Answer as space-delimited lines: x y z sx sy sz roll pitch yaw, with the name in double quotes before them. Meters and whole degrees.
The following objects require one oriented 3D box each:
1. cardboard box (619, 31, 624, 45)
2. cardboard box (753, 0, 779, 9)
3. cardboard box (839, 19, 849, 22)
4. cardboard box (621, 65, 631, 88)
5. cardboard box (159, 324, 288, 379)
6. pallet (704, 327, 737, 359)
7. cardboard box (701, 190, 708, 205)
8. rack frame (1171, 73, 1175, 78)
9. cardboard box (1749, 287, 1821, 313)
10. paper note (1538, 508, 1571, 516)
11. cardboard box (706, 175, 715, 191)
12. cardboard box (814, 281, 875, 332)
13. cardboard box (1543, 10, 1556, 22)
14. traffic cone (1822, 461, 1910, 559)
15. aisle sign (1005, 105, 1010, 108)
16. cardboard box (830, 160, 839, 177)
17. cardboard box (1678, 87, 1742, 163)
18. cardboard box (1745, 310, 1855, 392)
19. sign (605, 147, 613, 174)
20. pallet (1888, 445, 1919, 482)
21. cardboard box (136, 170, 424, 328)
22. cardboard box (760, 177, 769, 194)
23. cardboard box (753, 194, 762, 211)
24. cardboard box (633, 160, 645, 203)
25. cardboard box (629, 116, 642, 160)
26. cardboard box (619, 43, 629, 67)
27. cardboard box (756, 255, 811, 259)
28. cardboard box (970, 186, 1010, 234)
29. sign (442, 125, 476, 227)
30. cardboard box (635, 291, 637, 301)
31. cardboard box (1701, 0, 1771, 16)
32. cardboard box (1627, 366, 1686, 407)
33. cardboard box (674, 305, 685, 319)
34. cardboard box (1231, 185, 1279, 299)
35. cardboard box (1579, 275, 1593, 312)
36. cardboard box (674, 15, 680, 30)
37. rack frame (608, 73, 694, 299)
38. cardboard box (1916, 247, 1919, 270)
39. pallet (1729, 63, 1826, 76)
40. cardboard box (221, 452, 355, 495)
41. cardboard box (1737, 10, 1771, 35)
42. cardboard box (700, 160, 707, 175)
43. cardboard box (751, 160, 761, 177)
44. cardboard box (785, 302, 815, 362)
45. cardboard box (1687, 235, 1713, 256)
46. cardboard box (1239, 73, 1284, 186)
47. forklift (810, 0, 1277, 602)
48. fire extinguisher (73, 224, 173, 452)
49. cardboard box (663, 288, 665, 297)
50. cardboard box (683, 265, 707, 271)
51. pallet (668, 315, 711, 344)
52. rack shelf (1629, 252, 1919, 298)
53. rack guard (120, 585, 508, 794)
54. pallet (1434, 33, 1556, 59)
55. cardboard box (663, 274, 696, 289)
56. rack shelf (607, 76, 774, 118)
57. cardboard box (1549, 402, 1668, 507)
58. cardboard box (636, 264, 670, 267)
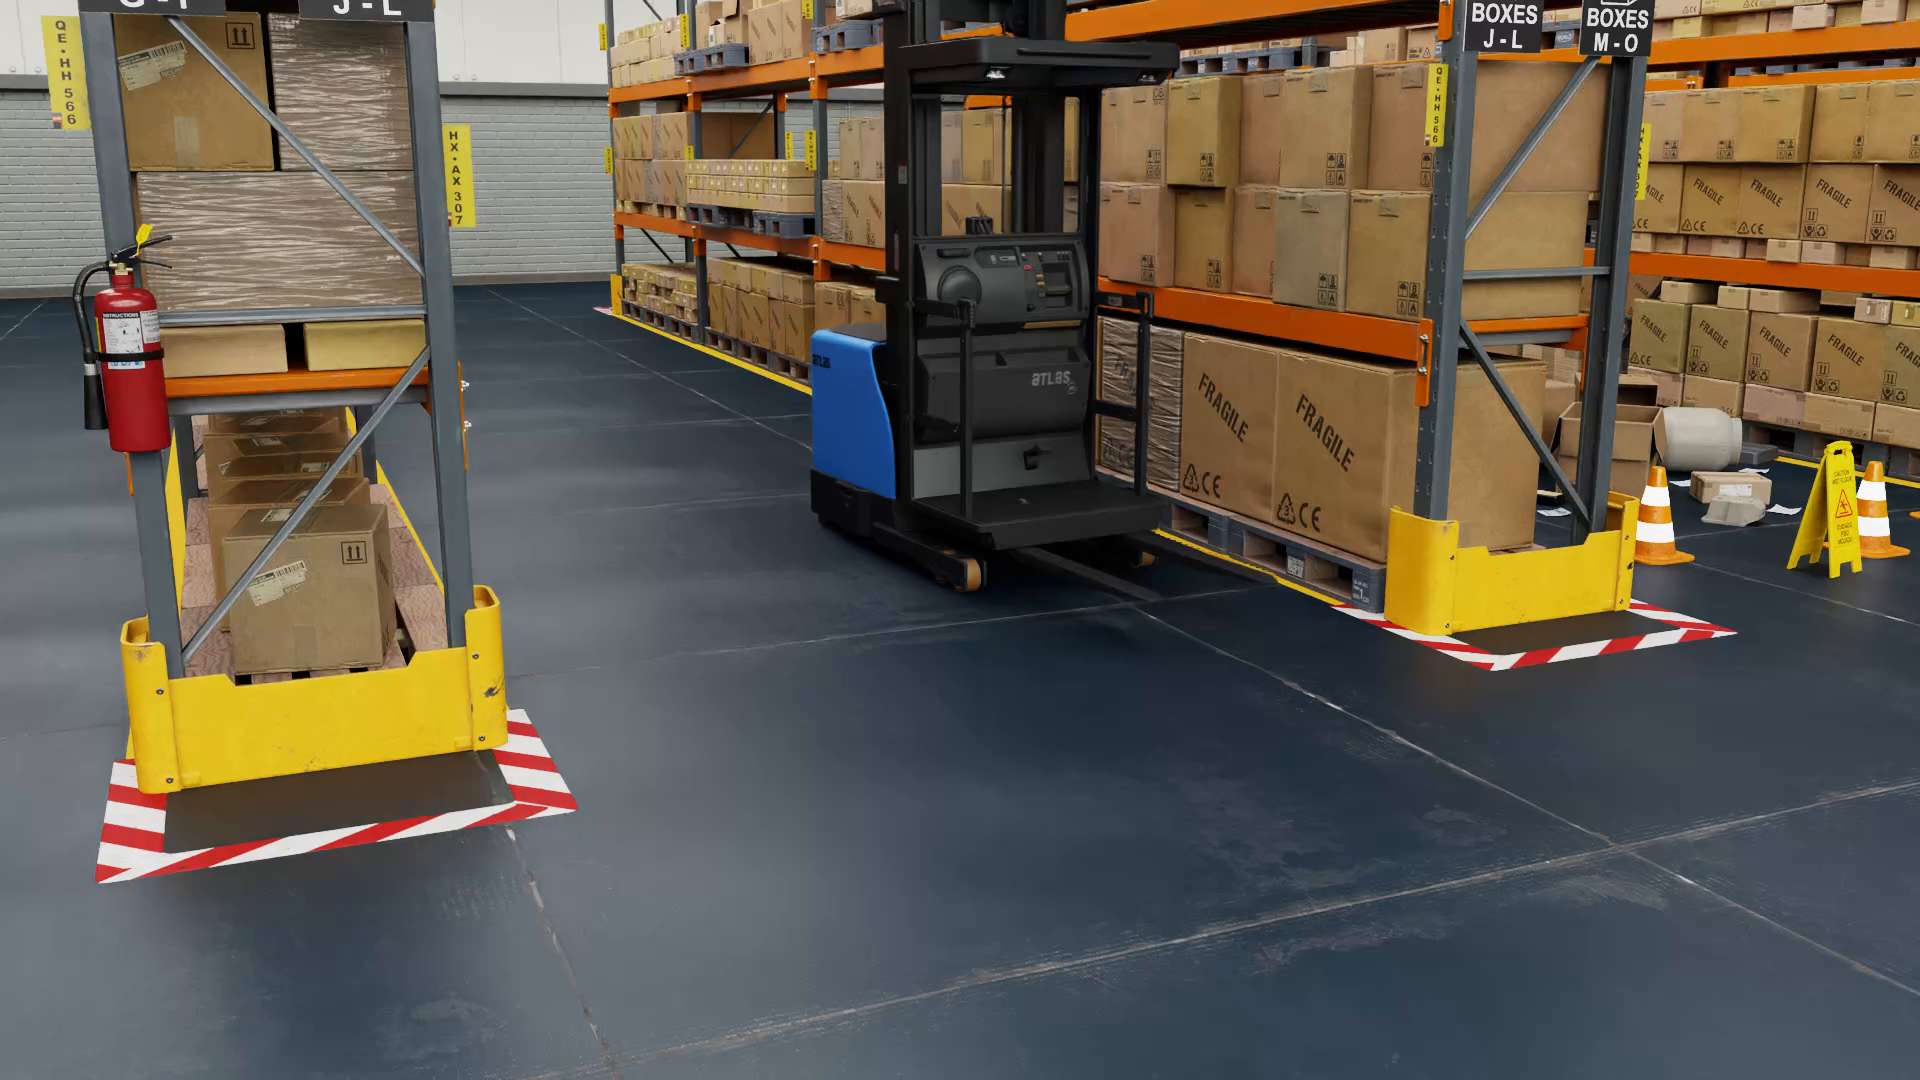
"cardboard box" -3.911 -6.068 20.121 0.380 0.149 0.250 -6 14 -23
"cardboard box" -1.689 -5.000 15.250 0.396 0.266 0.258 -6 14 -23
"cardboard box" -0.768 -4.302 13.557 0.380 0.149 0.250 -6 14 -25
"cardboard box" -3.807 -5.609 20.134 0.500 0.250 0.500 -5 14 -21
"cardboard box" -2.439 -0.631 5.501 0.380 0.149 0.250 -6 14 -23
"pallet" -2.044 -2.100 17.477 1.003 0.211 1.213 -6 14 -23
"cardboard box" -2.408 -3.470 16.837 0.380 0.149 0.250 -6 14 -23
"rack frame" 2.138 -4.088 19.879 1.000 3.000 0.127 -6 14 -23
"cardboard box" 5.645 -1.642 11.378 0.380 0.149 0.250 -5 14 -20
"paper note" 3.394 -0.162 9.505 0.144 0.017 0.142 -1 13 -4
"cardboard box" -2.307 -3.563 16.580 0.380 0.149 0.250 -6 14 -25
"cardboard box" -0.593 -1.768 13.914 1.050 0.750 0.750 -6 14 -24
"cardboard box" 4.778 -4.240 13.287 0.500 0.250 0.500 -5 14 -22
"traffic cone" 4.710 -0.174 8.596 0.336 0.463 0.334 -6 14 -23
"aisle sign" 0.791 -6.223 23.342 0.394 0.787 0.004 -6 14 -23
"cardboard box" -0.967 -3.385 15.148 0.380 0.149 0.250 -6 14 -23
"cardboard box" 5.505 -2.898 11.638 0.700 0.500 0.500 -6 14 -23
"cardboard box" 5.763 -1.302 11.347 0.500 0.500 0.500 -5 14 -20
"sign" -4.456 -4.819 21.118 0.100 0.325 0.005 -6 14 -23
"pallet" 6.621 -0.437 10.288 1.003 0.211 1.213 -6 14 -23
"cardboard box" -2.330 -1.023 5.756 0.875 0.500 0.500 -6 14 -23
"cardboard box" -1.586 -3.190 14.968 0.380 0.149 0.250 -5 14 -22
"cardboard box" -1.671 -3.092 15.204 0.380 0.149 0.250 -6 14 -24
"cardboard box" -3.610 -4.311 19.964 0.500 0.500 0.500 -5 14 -22
"cardboard box" -3.627 -4.797 19.844 0.500 0.500 0.500 -6 14 -24
"cardboard box" -3.812 -5.856 20.091 0.500 0.250 0.500 -6 14 -24
"cardboard box" -1.827 -2.841 17.440 0.500 0.250 0.500 -6 14 -24
"cardboard box" 0.394 -2.099 11.066 0.500 0.500 0.500 -6 14 -23
"sign" -1.638 -1.184 5.414 0.100 0.325 0.005 -6 14 -23
"cardboard box" -3.863 -3.078 20.907 0.380 0.149 0.250 -6 14 -23
"cardboard box" 5.483 -3.747 11.426 0.500 0.250 0.500 -6 14 -23
"cardboard box" 5.332 -1.153 12.368 0.500 0.250 0.500 -6 14 -26
"cardboard box" -3.019 -2.596 18.823 0.380 0.149 0.250 -6 14 -25
"cardboard box" 1.910 -1.525 8.473 0.875 0.550 0.550 -6 14 -23
"cardboard box" 7.518 -2.977 19.694 0.500 0.500 0.500 -5 14 -21
"cardboard box" -2.848 -5.539 17.839 0.380 0.149 0.250 -5 14 -22
"rack frame" -3.959 -4.446 21.427 1.000 3.000 0.127 -6 14 -23
"cardboard box" 6.208 -1.757 10.367 0.380 0.149 0.250 -5 14 -22
"pallet" 8.641 -4.948 17.361 1.213 0.211 1.003 -5 14 -20
"cardboard box" -2.874 -0.082 7.184 0.500 0.500 0.500 -4 14 -18
"cardboard box" 5.561 -3.532 11.381 0.380 0.149 0.250 -5 14 -21
"cardboard box" -2.403 -3.758 16.763 0.380 0.149 0.250 -5 14 -22
"cardboard box" -1.685 -3.386 15.154 0.380 0.149 0.250 -5 14 -21
"cardboard box" -1.258 -1.892 15.006 0.500 0.500 0.500 -6 14 -23
"cardboard box" 5.458 -2.119 11.929 0.380 0.149 0.250 -6 14 -23
"cardboard box" 1.932 -2.053 8.360 0.875 0.550 0.550 -6 14 -23
"forklift" 0.329 -1.296 7.971 1.130 2.935 3.031 -7 15 -28
"fire extinguisher" -2.512 -0.610 5.026 0.296 0.674 0.183 -6 14 -23
"cardboard box" -3.305 -2.953 19.707 0.380 0.149 0.250 -5 14 -20
"cardboard box" -3.247 -3.366 20.832 0.380 0.149 0.250 -6 14 -24
"pallet" -2.658 -2.397 18.757 1.003 0.211 1.213 -6 14 -23
"rack shelf" 6.144 -1.671 11.033 1.077 0.370 4.000 -6 14 -23
"rack guard" -2.166 0.489 5.649 1.175 0.500 0.348 -6 14 -23
"pallet" 4.775 -4.156 13.938 1.213 0.211 1.003 -6 14 -23
"cardboard box" -3.209 -2.983 19.180 0.380 0.149 0.250 -6 14 -26
"rack shelf" -3.158 -5.144 19.385 1.077 0.370 4.000 -6 14 -23
"cardboard box" 3.922 -0.526 10.028 0.637 0.503 0.797 6 14 26
"cardboard box" -3.840 -3.366 20.835 0.380 0.149 0.250 -5 14 -22
